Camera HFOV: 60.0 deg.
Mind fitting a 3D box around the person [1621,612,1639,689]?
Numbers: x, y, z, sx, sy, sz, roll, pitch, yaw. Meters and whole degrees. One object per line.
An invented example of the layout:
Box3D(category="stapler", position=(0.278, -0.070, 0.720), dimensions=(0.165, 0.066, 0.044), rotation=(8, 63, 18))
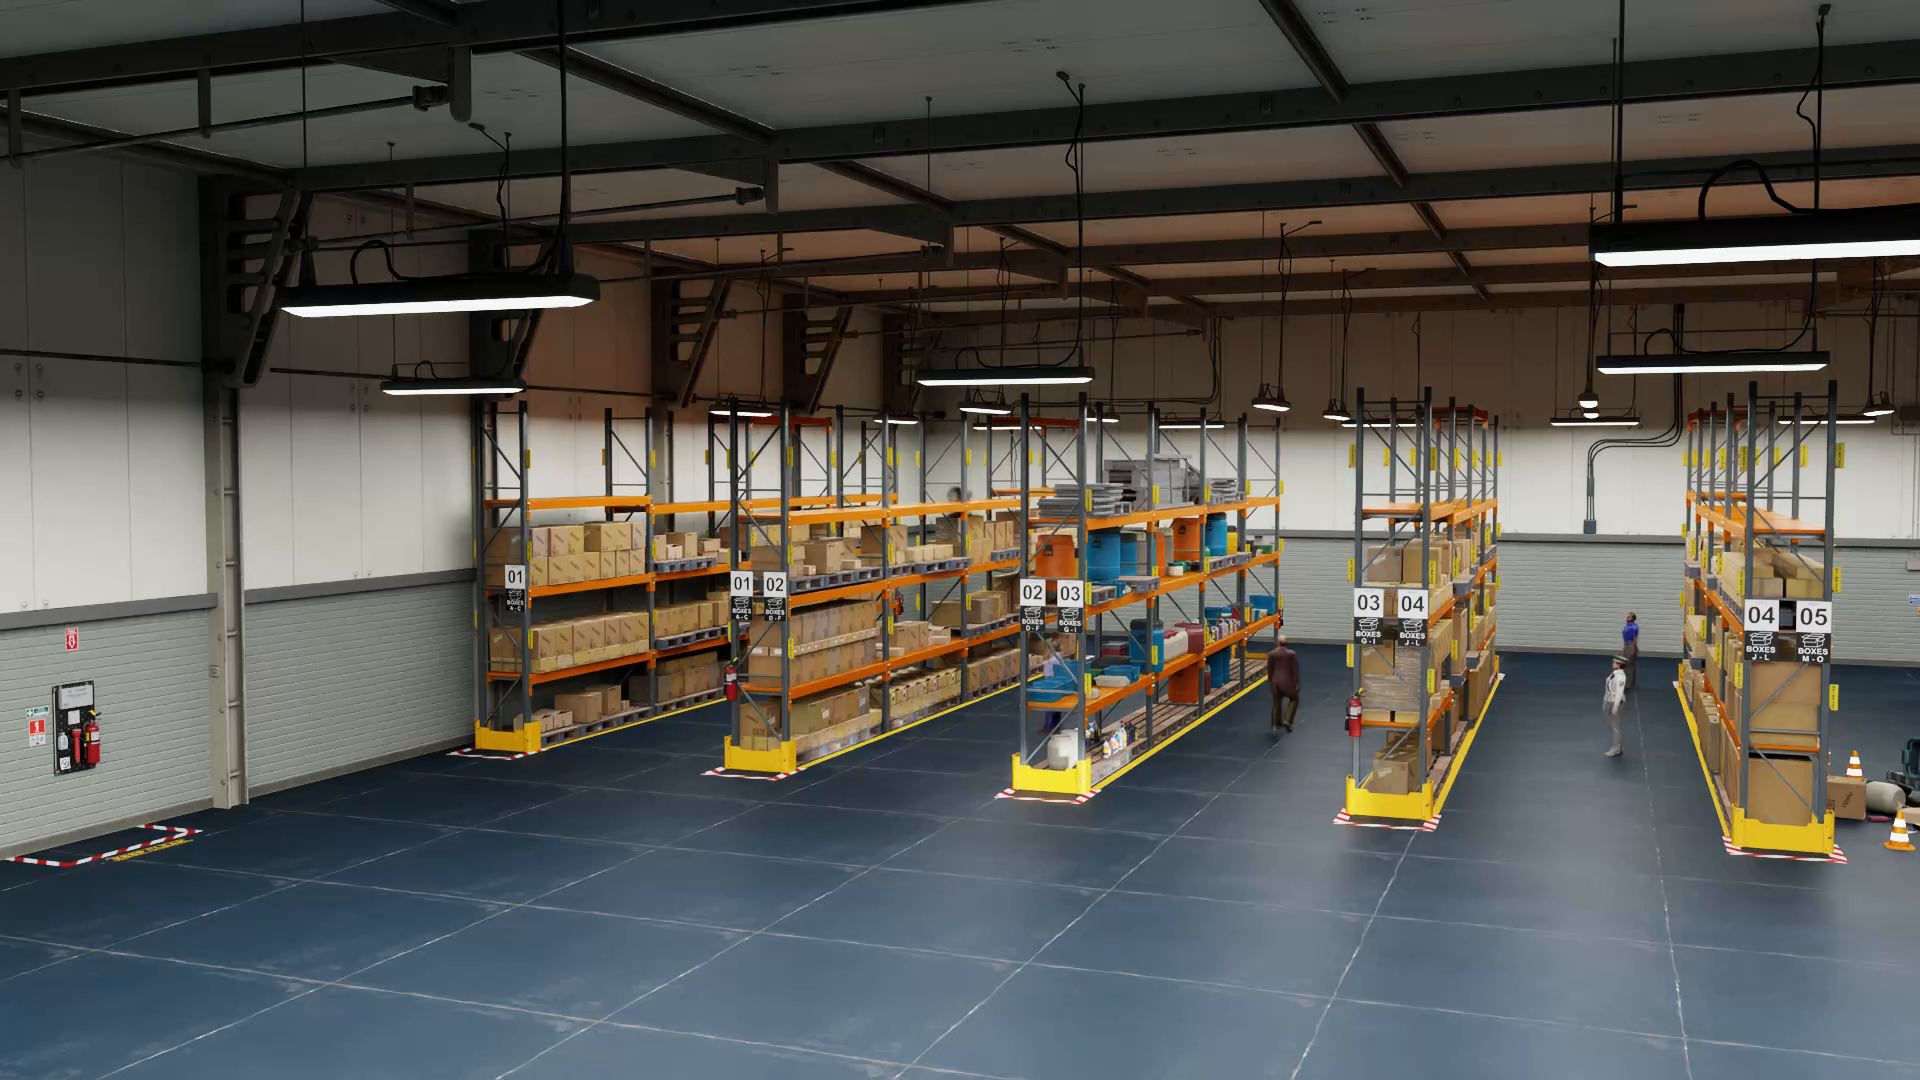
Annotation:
Box3D(category="person", position=(14.620, 2.406, 36.392), dimensions=(0.388, 1.661, 0.494), rotation=(1, 3, 15))

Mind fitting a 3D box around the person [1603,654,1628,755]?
Box3D(category="person", position=(11.127, 2.797, 28.264), dimensions=(0.455, 1.704, 0.496), rotation=(-1, 3, -13))

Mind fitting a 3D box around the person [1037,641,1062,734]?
Box3D(category="person", position=(1.665, 2.699, 30.549), dimensions=(0.417, 1.663, 0.601), rotation=(1, 3, 14))

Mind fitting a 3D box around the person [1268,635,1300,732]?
Box3D(category="person", position=(5.934, 2.644, 30.477), dimensions=(0.520, 1.831, 0.621), rotation=(-3, 4, -42))
